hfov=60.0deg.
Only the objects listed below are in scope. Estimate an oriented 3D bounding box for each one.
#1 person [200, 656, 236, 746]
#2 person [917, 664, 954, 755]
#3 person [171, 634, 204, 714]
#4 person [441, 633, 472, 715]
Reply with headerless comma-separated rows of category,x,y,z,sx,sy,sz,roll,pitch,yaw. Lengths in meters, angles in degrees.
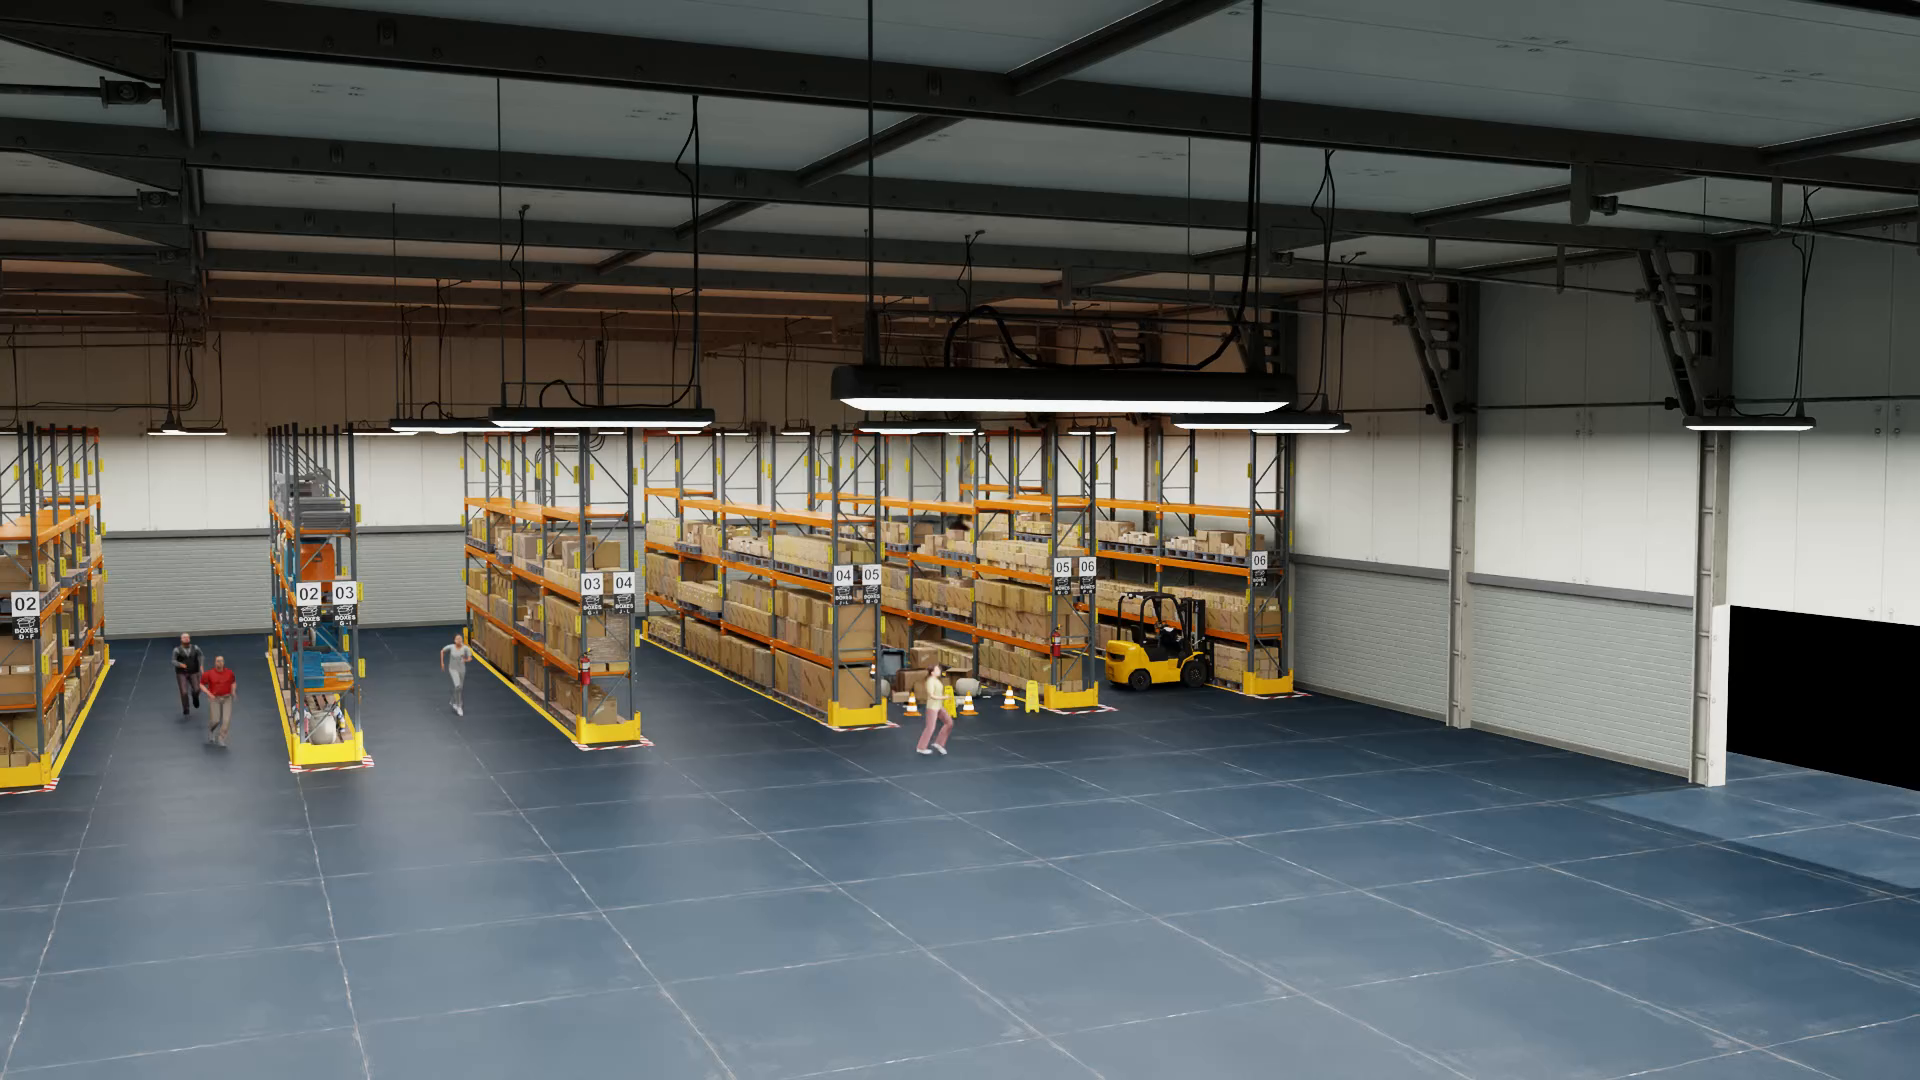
person,-13.782,2.989,30.955,0.648,1.679,0.578,-3,5,-41
person,-0.451,3.052,29.951,0.684,1.668,0.561,1,4,19
person,-15.994,2.785,34.500,0.669,1.687,0.591,-2,4,-33
person,-10.496,2.777,34.678,0.586,1.695,0.834,-2,4,-29
